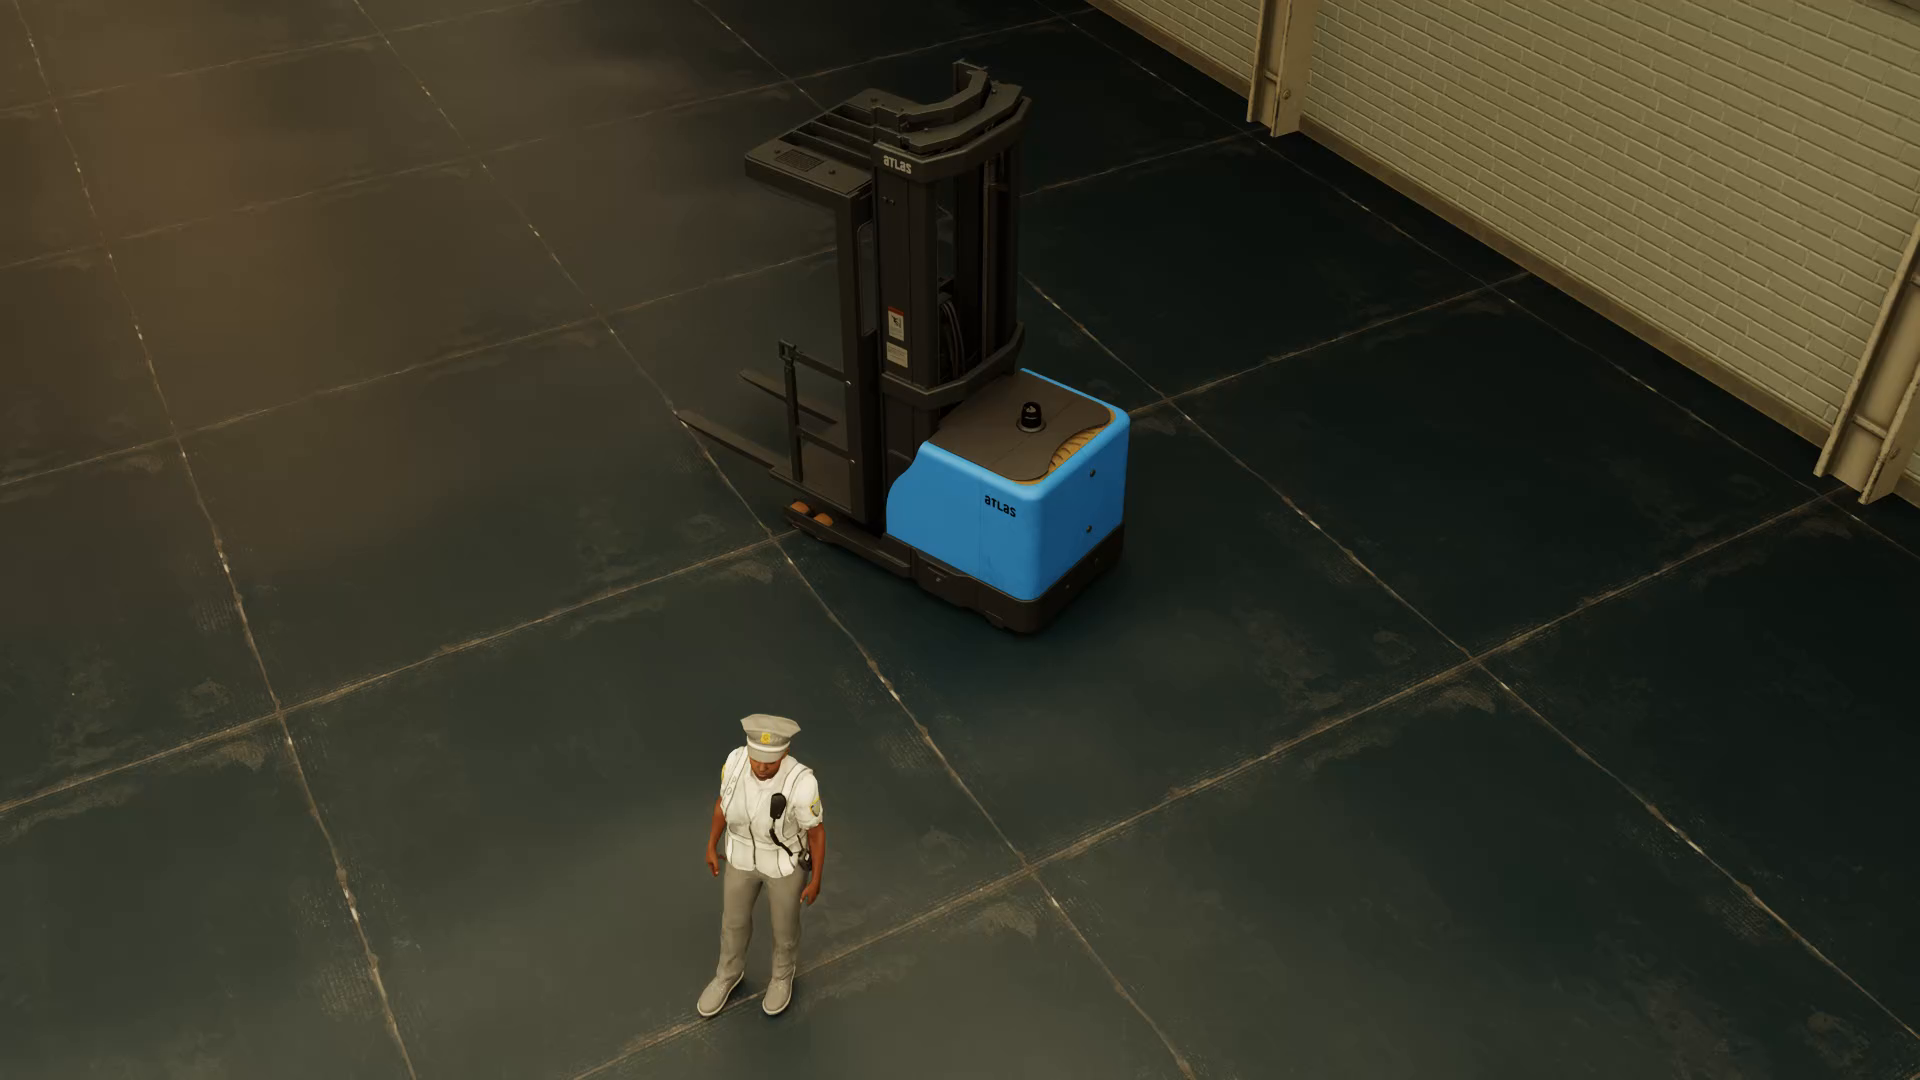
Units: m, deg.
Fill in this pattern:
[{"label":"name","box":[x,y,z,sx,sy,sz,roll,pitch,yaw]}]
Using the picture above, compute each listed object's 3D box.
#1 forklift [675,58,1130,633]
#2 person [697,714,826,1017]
[{"label":"forklift","box":[-0.481,-1.366,9.683,3.031,2.935,1.130,26,46,28]},{"label":"person","box":[-0.880,1.440,7.259,0.569,1.694,0.528,13,41,15]}]
